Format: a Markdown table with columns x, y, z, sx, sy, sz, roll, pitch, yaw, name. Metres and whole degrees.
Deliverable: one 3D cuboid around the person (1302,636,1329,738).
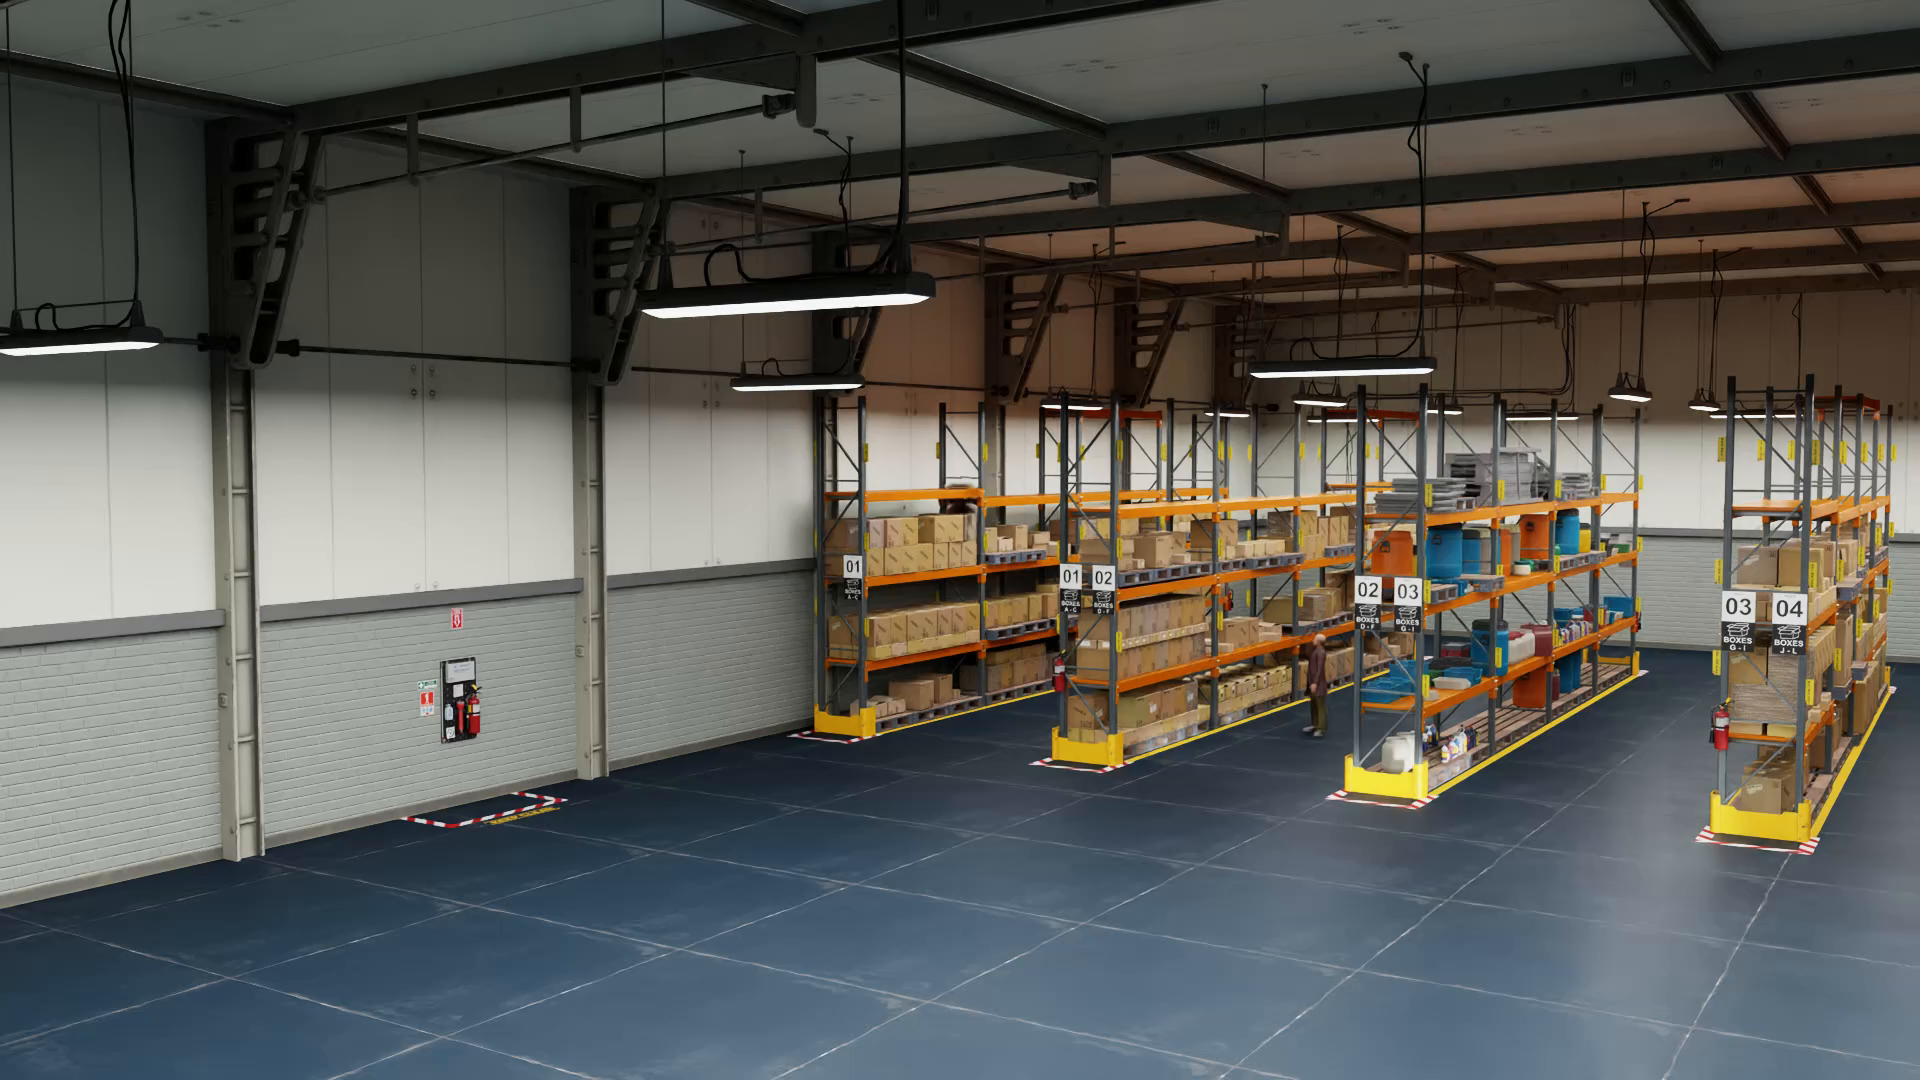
| x | y | z | sx | sy | sz | roll | pitch | yaw | name |
| --- | --- | --- | --- | --- | --- | --- | --- | --- | --- |
| 6.352 | 2.589 | 29.556 | 0.560 | 1.770 | 0.668 | -1 | 3 | -22 | person |
